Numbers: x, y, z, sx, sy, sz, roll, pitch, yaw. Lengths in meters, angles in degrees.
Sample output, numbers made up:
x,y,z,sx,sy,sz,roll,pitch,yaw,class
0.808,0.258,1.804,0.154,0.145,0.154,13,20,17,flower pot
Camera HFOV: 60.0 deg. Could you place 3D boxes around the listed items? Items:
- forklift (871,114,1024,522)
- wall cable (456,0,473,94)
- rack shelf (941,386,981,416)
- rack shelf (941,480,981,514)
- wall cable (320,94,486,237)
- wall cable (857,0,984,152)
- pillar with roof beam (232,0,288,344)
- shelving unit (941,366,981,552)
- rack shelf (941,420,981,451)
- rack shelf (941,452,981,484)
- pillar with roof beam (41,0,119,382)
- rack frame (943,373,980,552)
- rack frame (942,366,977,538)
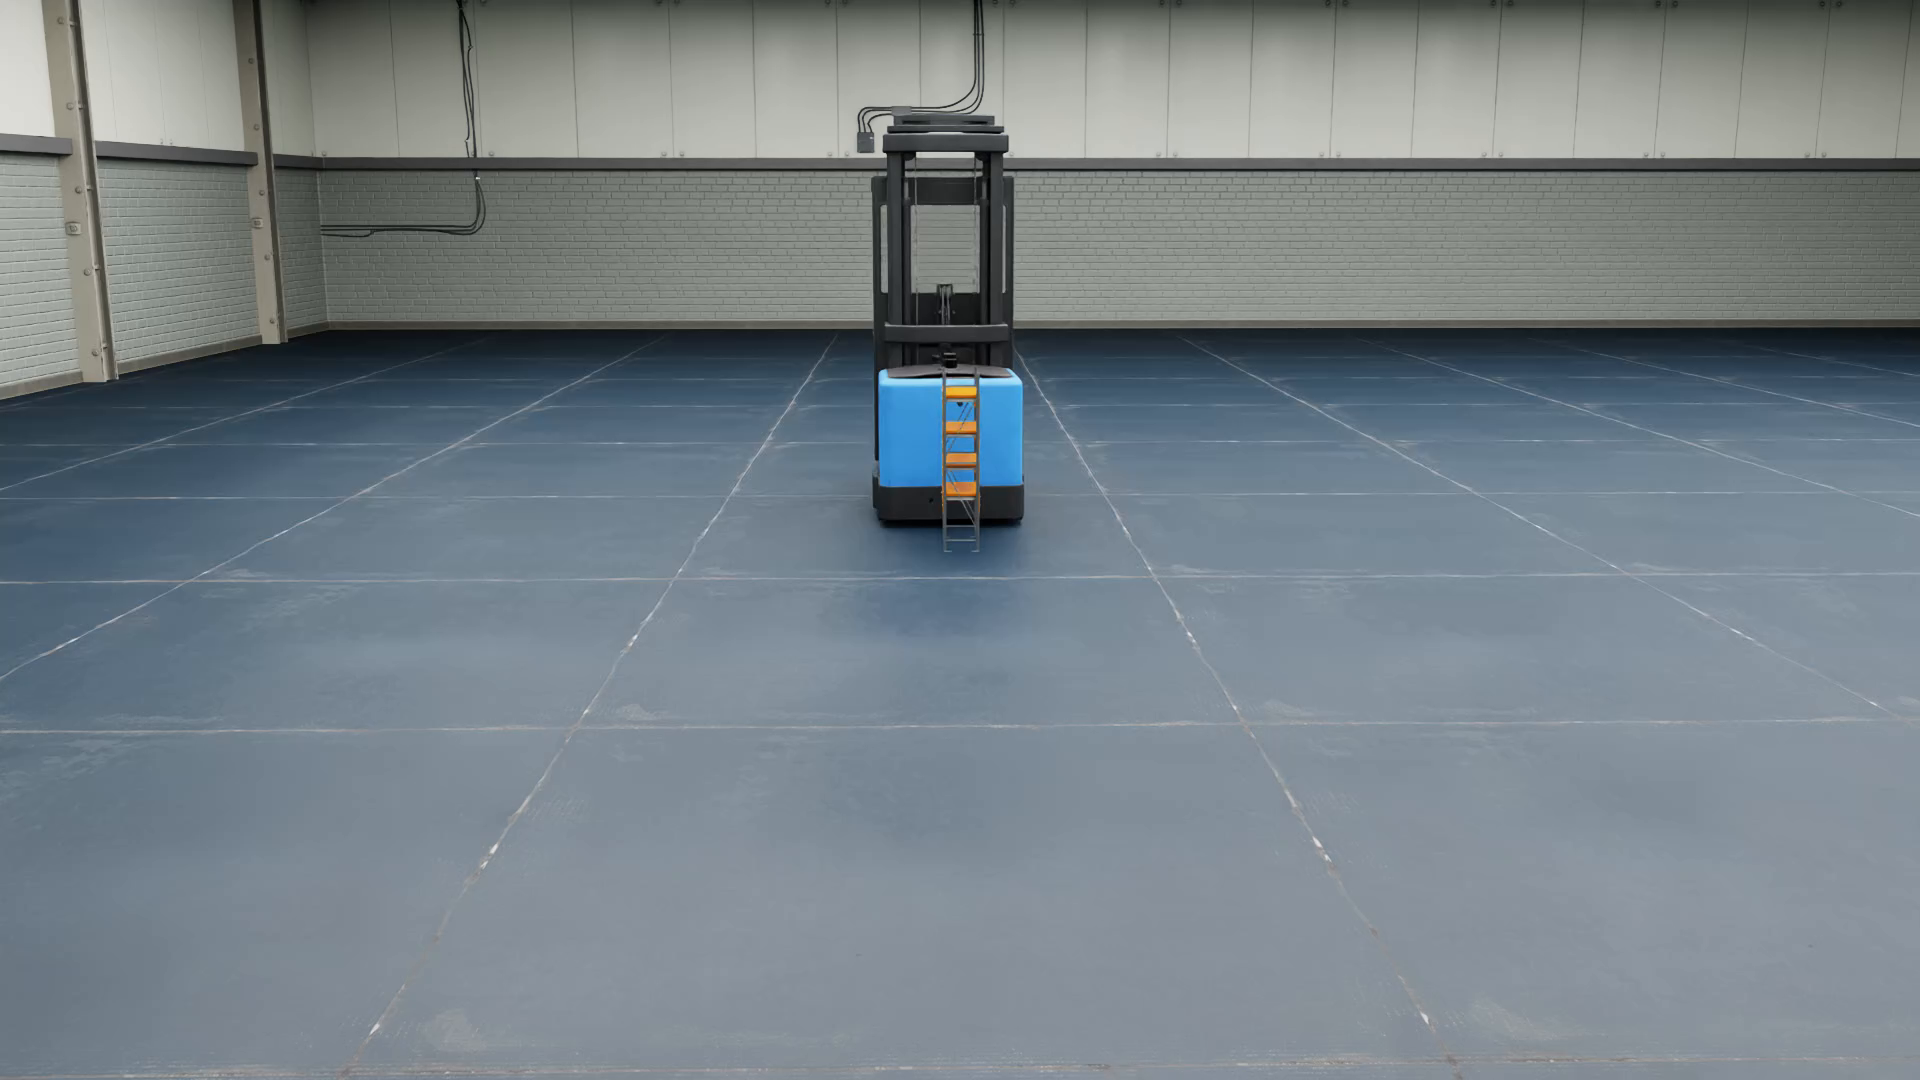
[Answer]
x,y,z,sx,sy,sz,roll,pitch,yaw,class
-0.145,-1.814,13.130,1.130,2.935,3.031,-1,11,-3,forklift
-7.498,-9.261,29.683,3.097,2.526,0.112,0,11,-1,wall cable
0.003,-0.940,11.199,0.258,0.148,0.480,0,11,-1,rack shelf
0.003,-0.295,11.330,0.258,0.148,0.480,0,11,-1,rack shelf
-10.203,-6.775,30.131,3.097,2.526,0.112,0,11,-1,wall cable
-0.711,-9.999,29.660,2.305,6.003,0.169,0,11,-1,wall cable
-7.160,-7.723,26.996,9.100,9.000,0.400,0,11,-1,pillar with roof beam
0.003,-0.555,11.278,0.258,1.200,0.503,0,11,-1,shelving unit
0.003,-0.708,11.247,0.258,0.148,0.480,0,11,-1,rack shelf
0.003,-0.489,11.291,0.258,0.148,0.480,0,11,-1,rack shelf
-7.036,-6.531,21.117,9.100,9.000,0.400,0,11,-1,pillar with roof beam
0.008,-0.507,11.039,0.240,1.200,0.015,0,11,-1,rack frame
-0.002,-0.604,11.517,0.240,1.200,0.015,0,11,-1,rack frame
